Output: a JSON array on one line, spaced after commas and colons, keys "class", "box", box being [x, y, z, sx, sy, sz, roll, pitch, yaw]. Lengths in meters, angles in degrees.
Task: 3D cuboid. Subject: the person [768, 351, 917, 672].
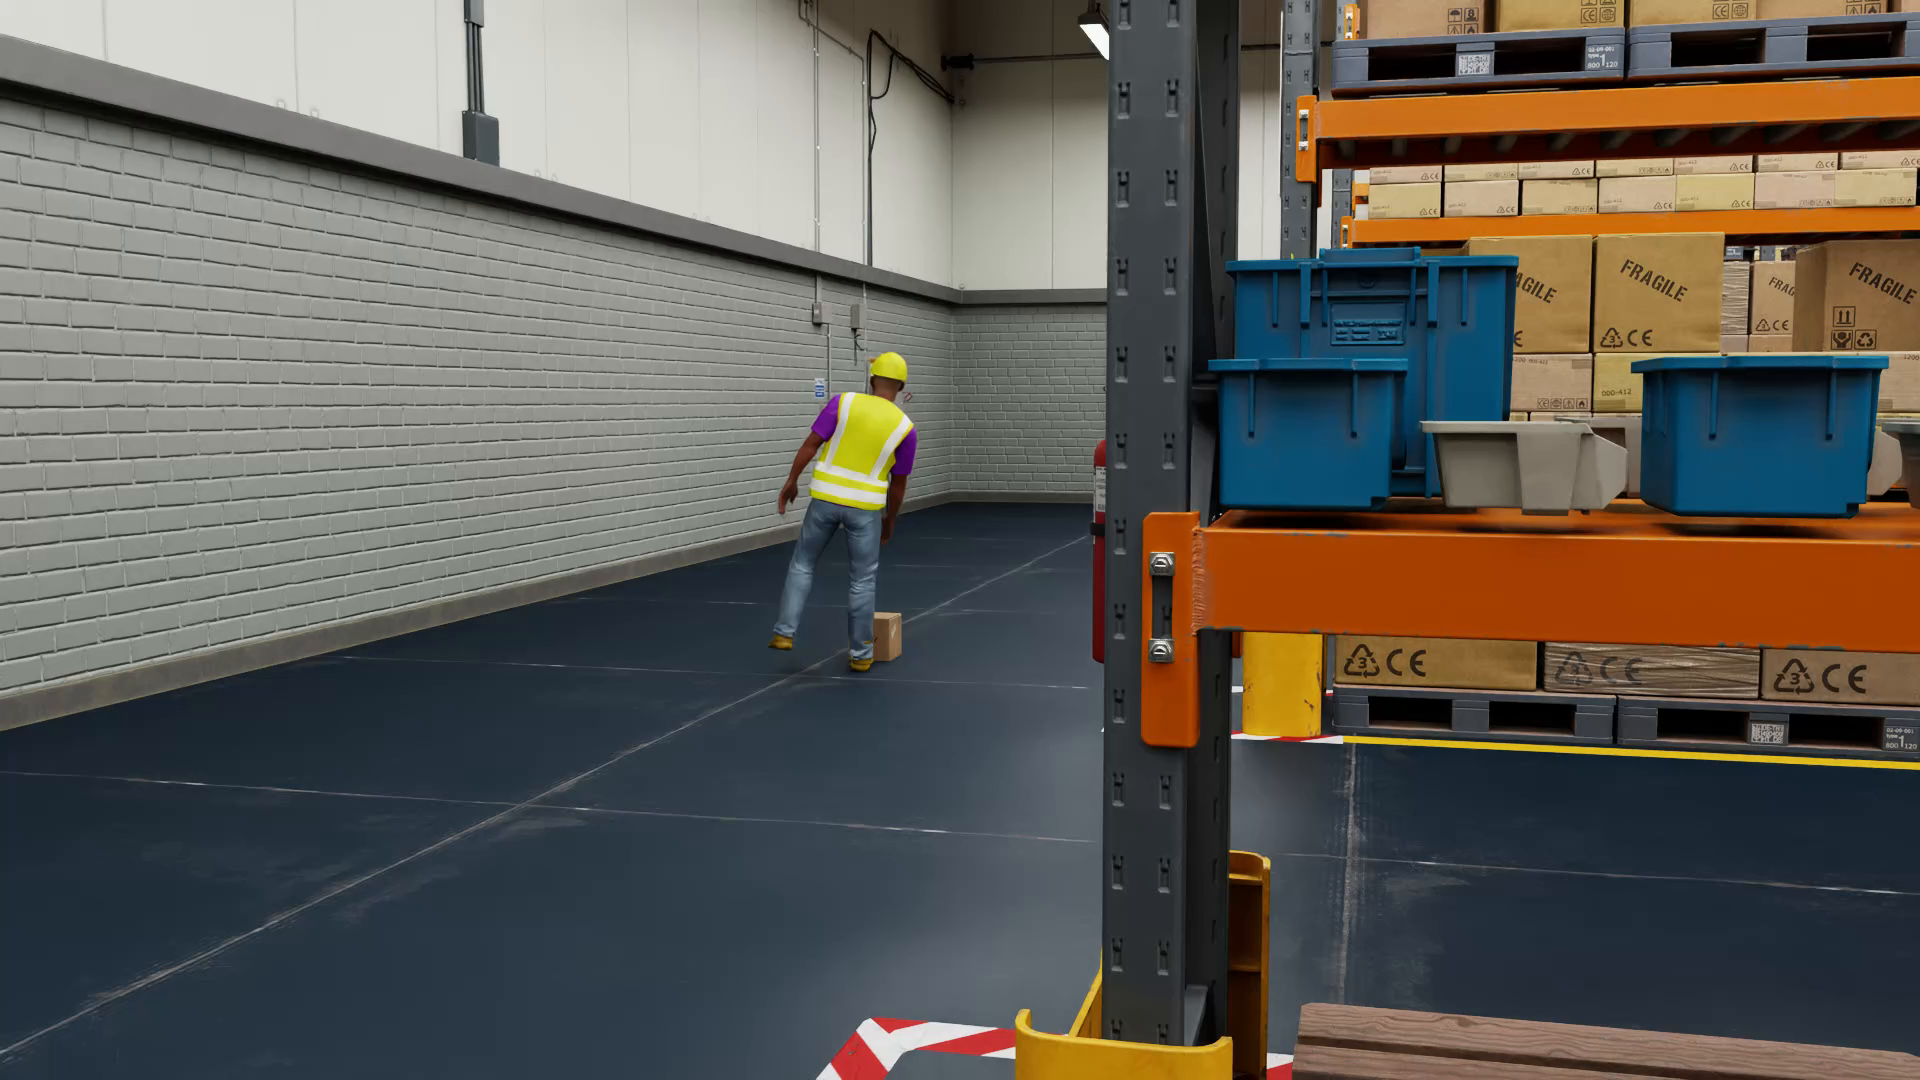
[{"class": "person", "box": [-0.652, -0.158, 9.221, 0.858, 1.761, 0.433, 1, 5, 9]}]
